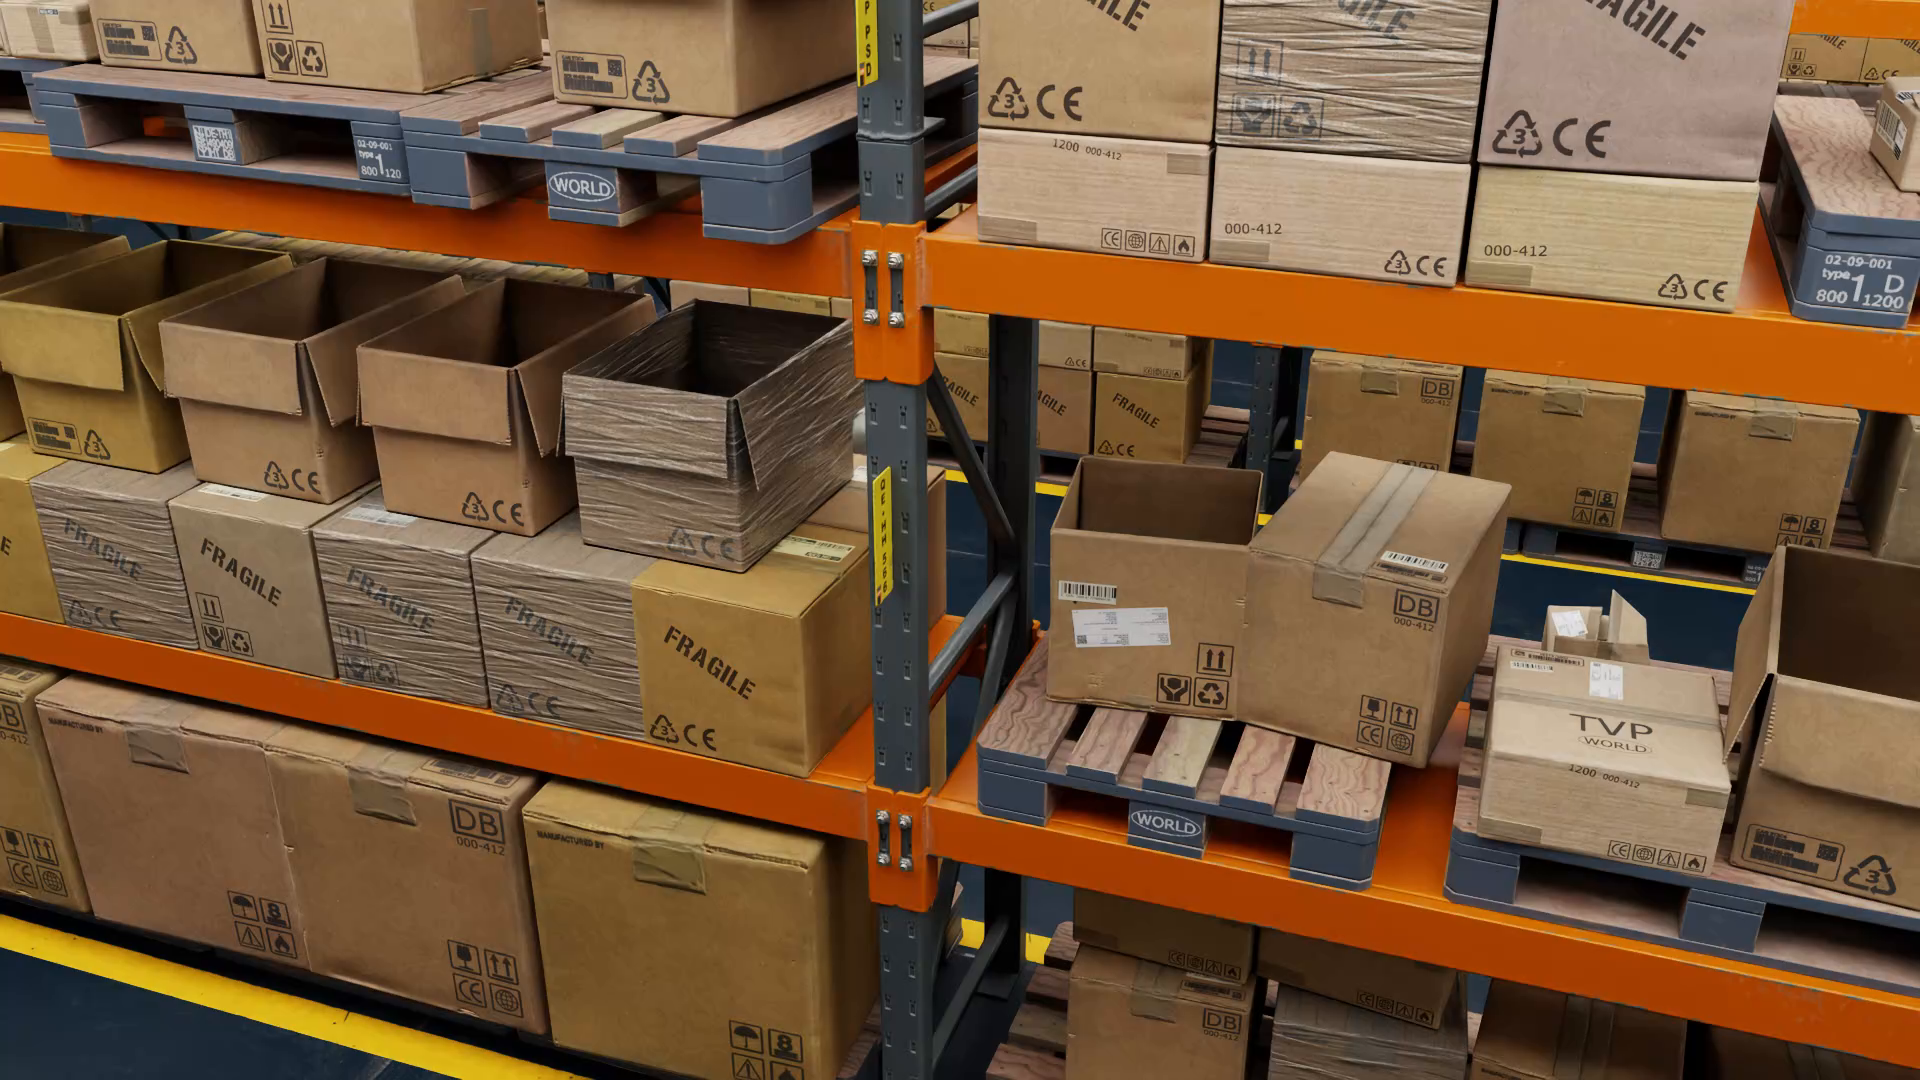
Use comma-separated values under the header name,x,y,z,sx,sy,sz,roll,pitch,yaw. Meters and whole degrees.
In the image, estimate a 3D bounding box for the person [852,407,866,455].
name,x,y,z,sx,sy,sz,roll,pitch,yaw
person,-0.557,-0.014,6.711,0.654,1.778,0.542,-6,26,-13
